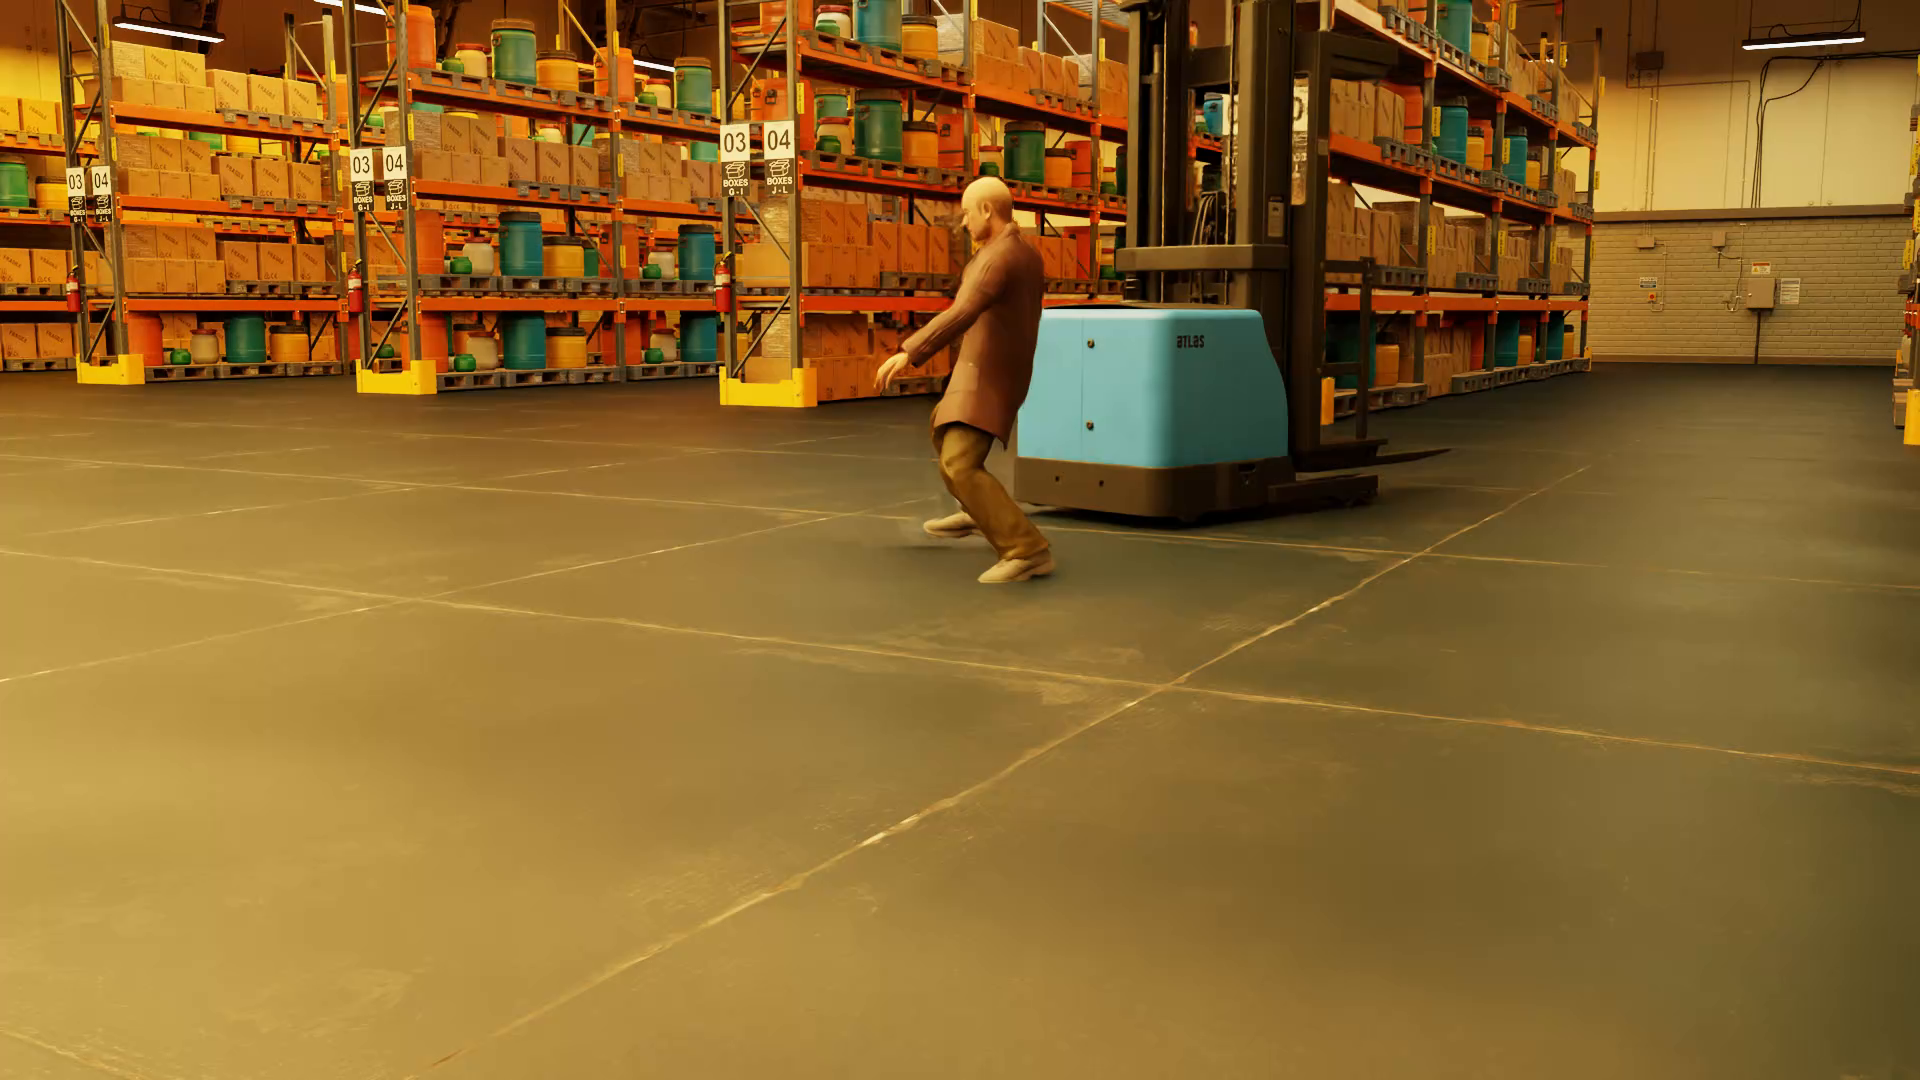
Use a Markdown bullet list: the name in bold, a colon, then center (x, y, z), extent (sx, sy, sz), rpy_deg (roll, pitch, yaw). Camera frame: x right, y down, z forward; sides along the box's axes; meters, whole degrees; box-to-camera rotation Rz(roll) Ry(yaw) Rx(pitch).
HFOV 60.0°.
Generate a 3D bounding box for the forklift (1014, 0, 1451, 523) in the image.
- **forklift**: center (1.699, -1.680, 9.269), extent (3.031, 2.935, 1.130), rpy_deg (-7, 11, -43)

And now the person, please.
- **person**: center (0.081, -0.679, 6.954), extent (0.781, 1.645, 1.001), rpy_deg (3, 8, 20)
